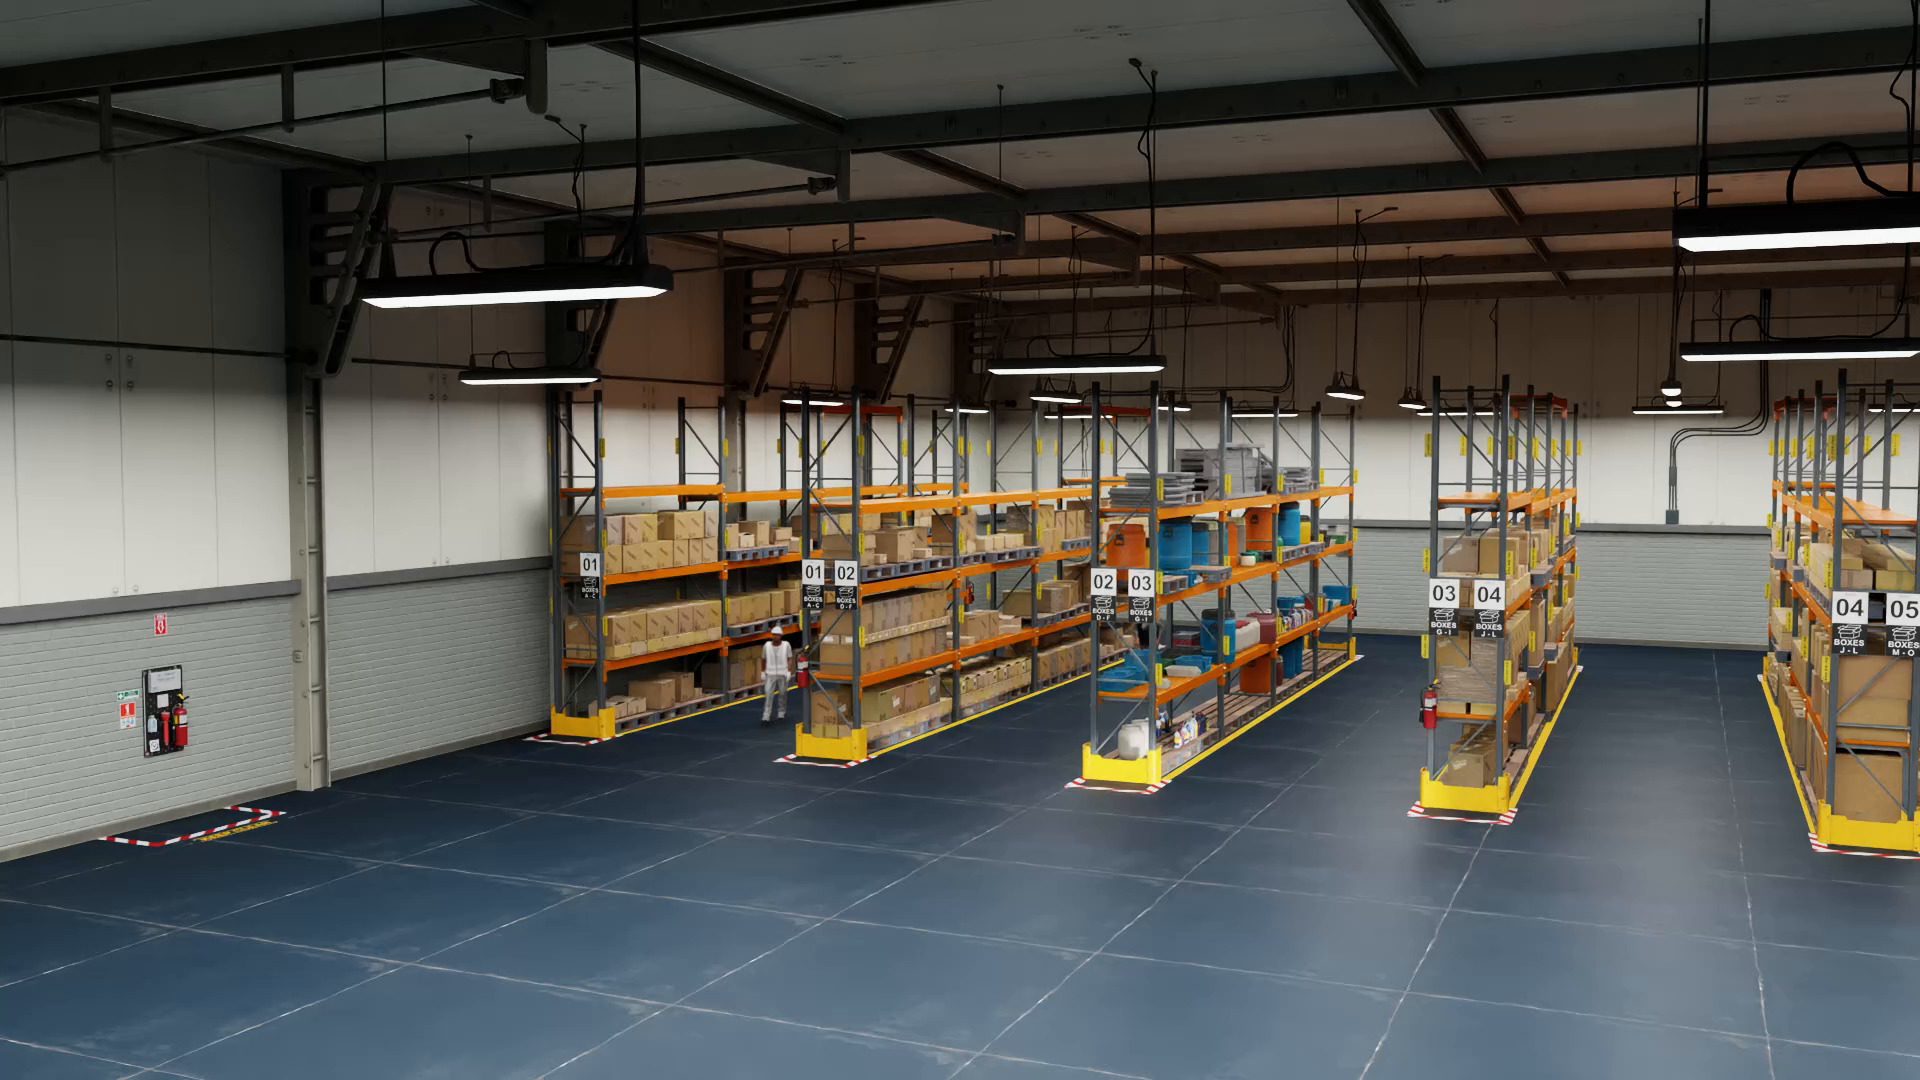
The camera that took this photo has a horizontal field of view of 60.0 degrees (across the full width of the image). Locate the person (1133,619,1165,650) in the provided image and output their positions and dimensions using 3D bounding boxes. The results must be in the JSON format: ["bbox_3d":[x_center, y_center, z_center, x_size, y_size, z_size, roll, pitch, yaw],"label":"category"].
[{"bbox_3d":[4.055,2.218,35.619,0.693,1.635,0.722,2,4,31],"label":"person"}]

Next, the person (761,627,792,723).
[{"bbox_3d":[-3.333,2.437,30.214,0.577,1.722,1.065,0,3,-6],"label":"person"}]
